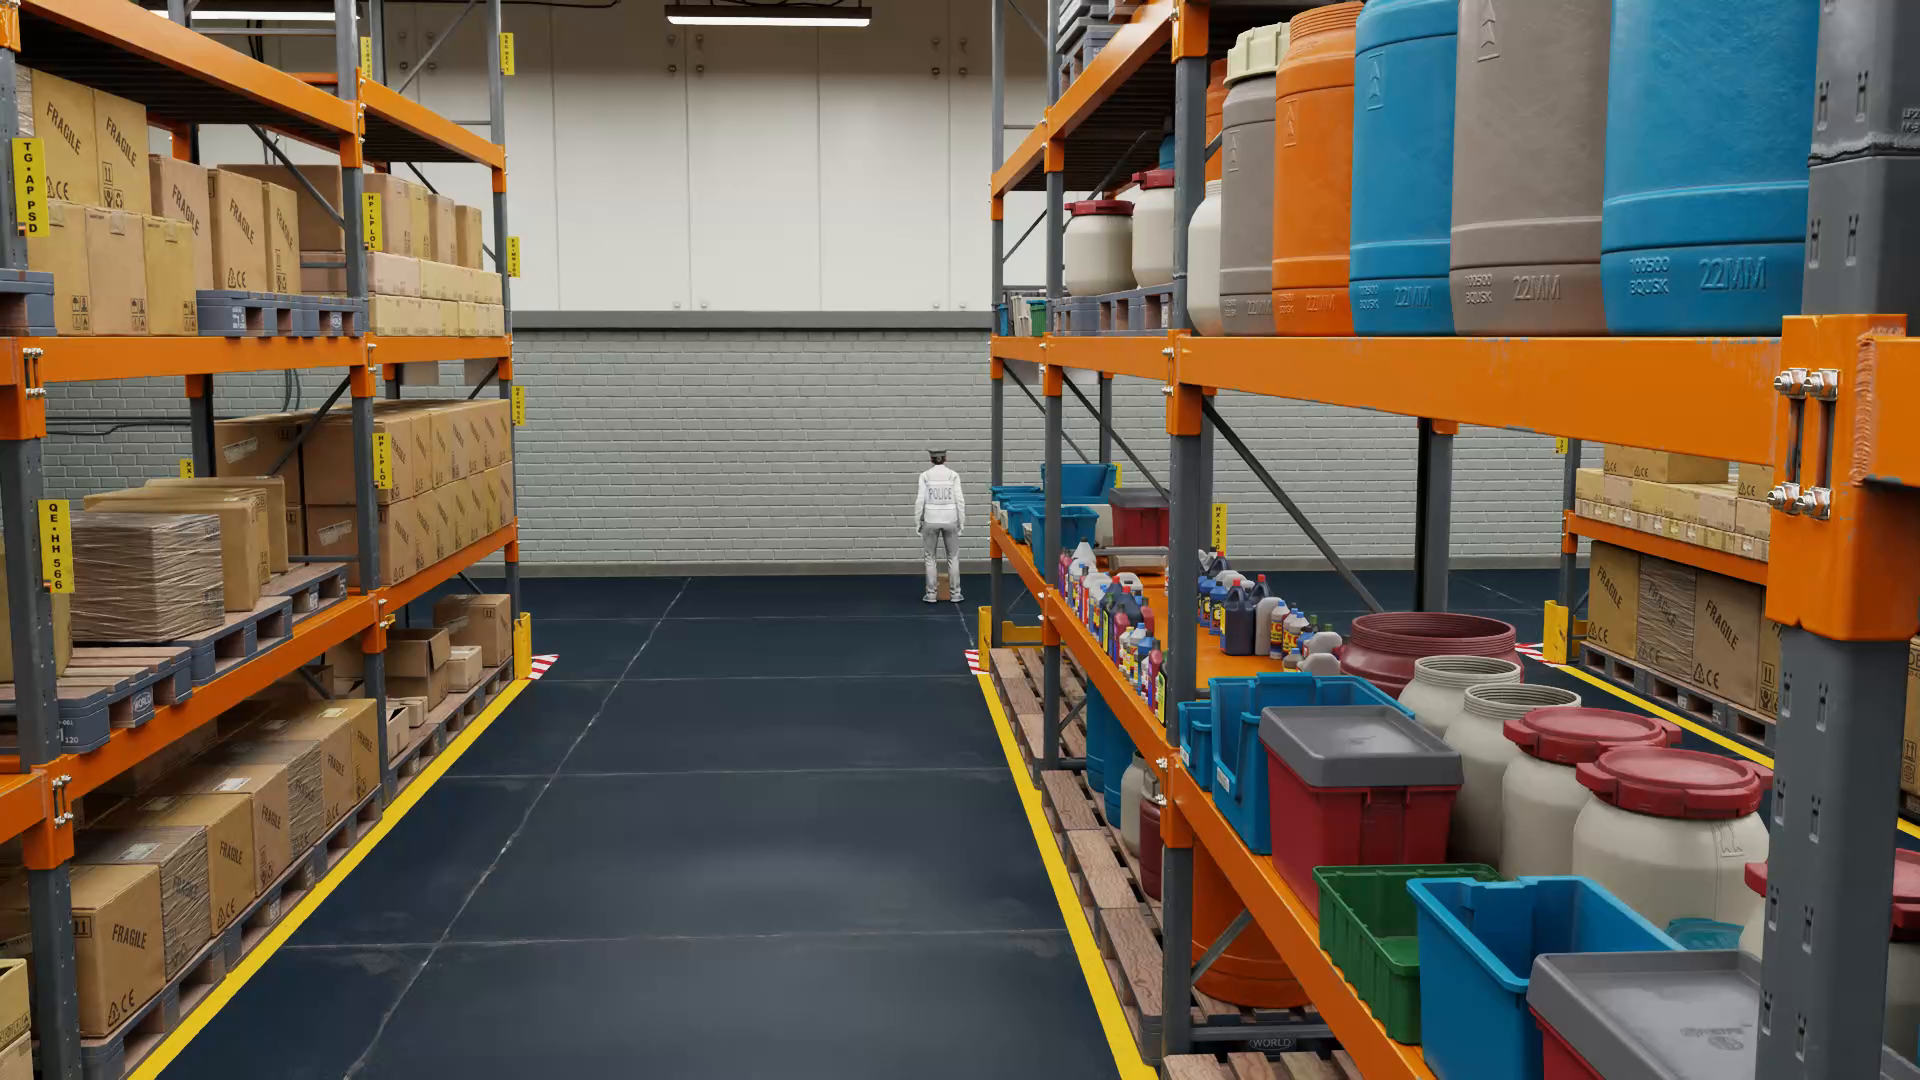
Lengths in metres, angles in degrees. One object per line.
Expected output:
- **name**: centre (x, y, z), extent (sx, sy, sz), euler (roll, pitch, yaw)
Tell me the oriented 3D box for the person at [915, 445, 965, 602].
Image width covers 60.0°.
- **person**: centre (-0.211, -0.168, 17.606), extent (0.528, 1.663, 0.372), euler (0, 7, -4)
